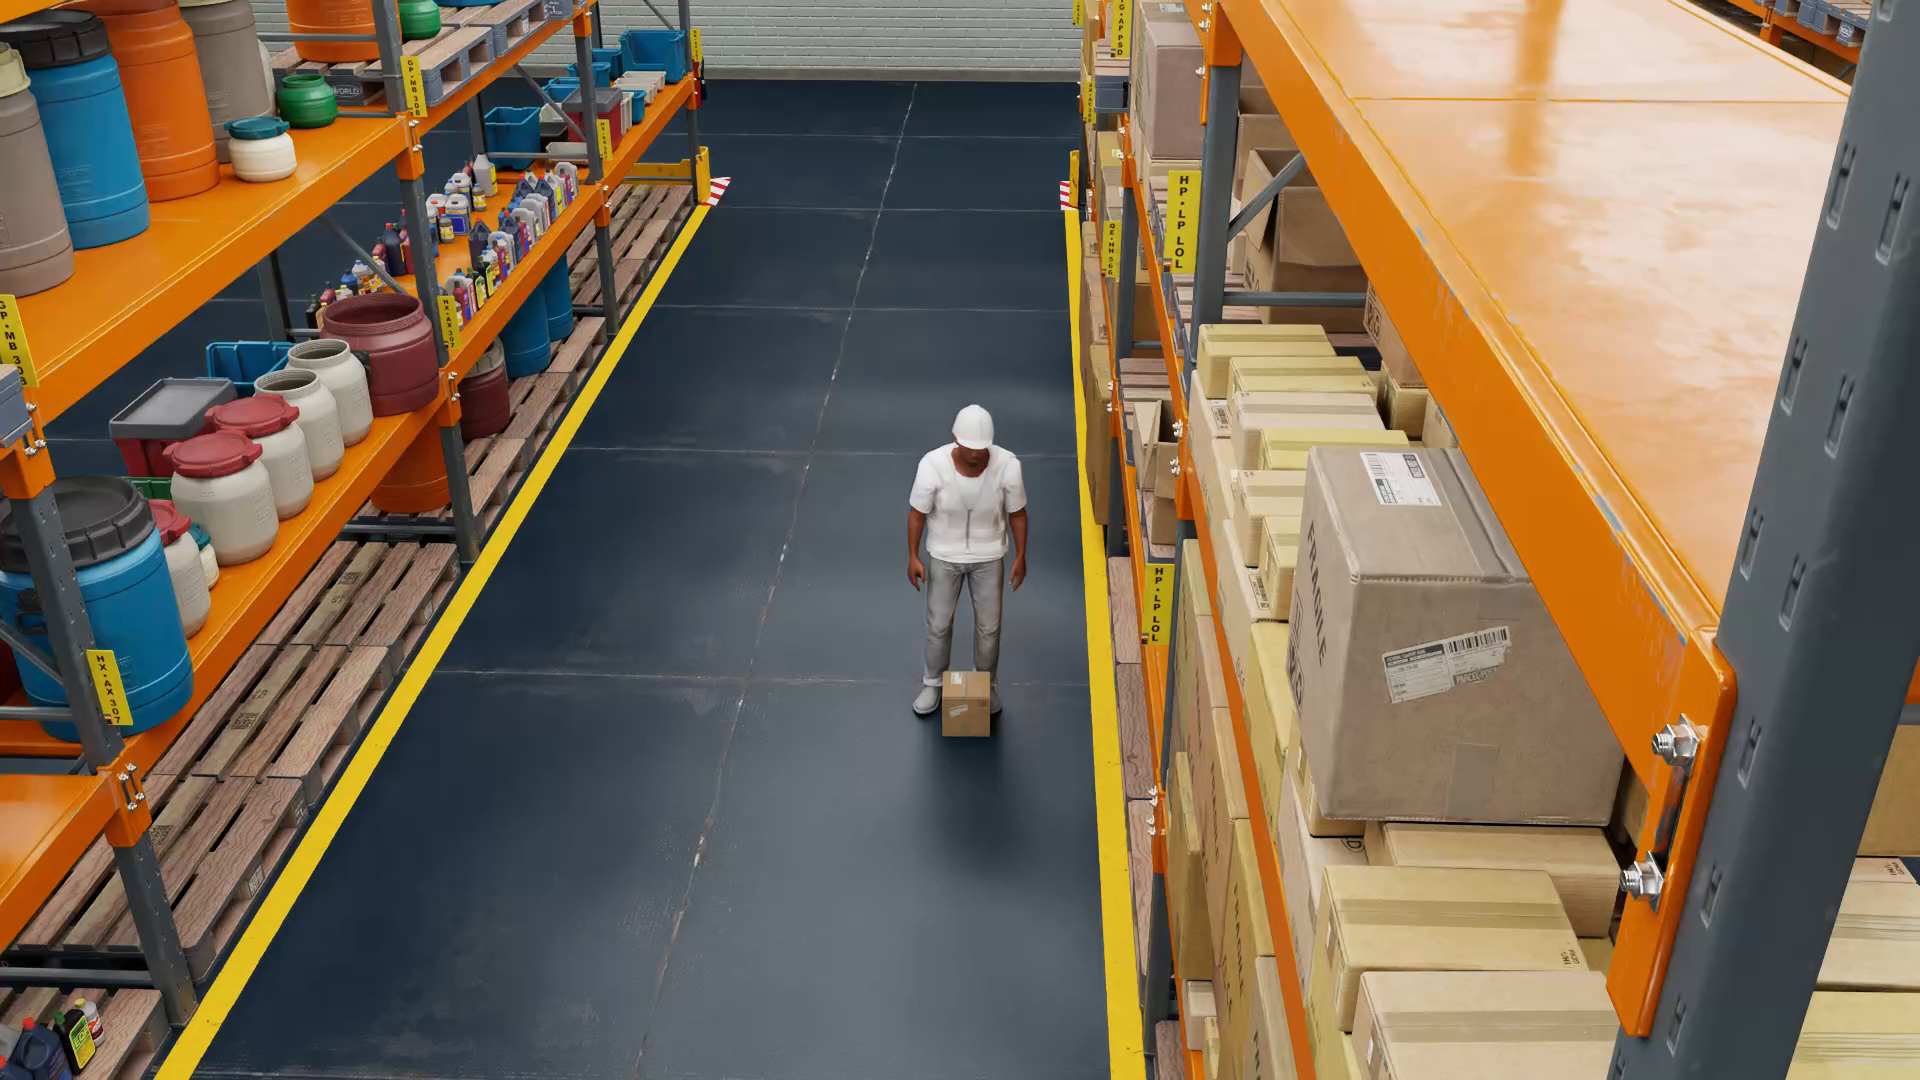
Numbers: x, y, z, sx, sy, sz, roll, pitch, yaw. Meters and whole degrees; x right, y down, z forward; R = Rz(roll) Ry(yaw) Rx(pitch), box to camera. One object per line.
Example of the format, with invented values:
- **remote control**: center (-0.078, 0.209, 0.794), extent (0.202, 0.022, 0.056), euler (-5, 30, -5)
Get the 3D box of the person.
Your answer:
- **person**: center (0.039, 0.097, 8.657), extent (0.630, 1.755, 0.460), euler (-1, 28, -1)
